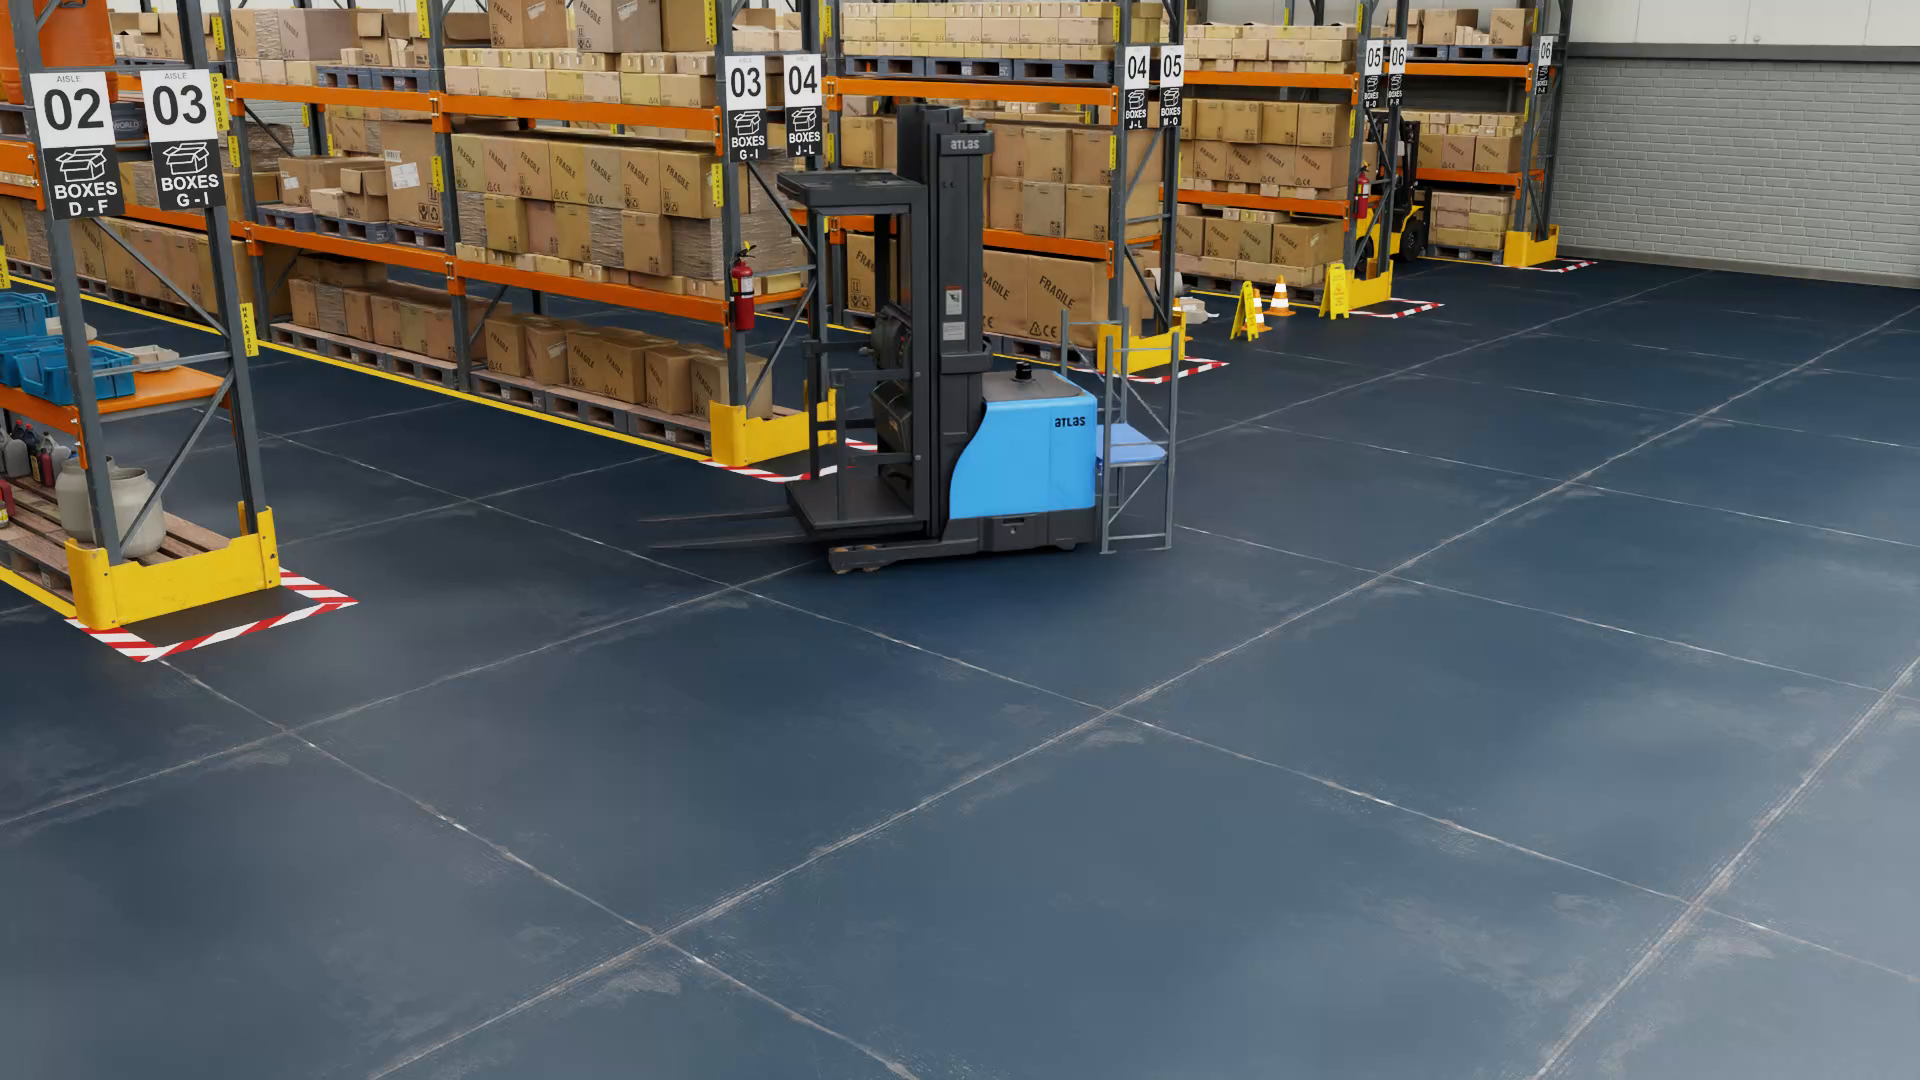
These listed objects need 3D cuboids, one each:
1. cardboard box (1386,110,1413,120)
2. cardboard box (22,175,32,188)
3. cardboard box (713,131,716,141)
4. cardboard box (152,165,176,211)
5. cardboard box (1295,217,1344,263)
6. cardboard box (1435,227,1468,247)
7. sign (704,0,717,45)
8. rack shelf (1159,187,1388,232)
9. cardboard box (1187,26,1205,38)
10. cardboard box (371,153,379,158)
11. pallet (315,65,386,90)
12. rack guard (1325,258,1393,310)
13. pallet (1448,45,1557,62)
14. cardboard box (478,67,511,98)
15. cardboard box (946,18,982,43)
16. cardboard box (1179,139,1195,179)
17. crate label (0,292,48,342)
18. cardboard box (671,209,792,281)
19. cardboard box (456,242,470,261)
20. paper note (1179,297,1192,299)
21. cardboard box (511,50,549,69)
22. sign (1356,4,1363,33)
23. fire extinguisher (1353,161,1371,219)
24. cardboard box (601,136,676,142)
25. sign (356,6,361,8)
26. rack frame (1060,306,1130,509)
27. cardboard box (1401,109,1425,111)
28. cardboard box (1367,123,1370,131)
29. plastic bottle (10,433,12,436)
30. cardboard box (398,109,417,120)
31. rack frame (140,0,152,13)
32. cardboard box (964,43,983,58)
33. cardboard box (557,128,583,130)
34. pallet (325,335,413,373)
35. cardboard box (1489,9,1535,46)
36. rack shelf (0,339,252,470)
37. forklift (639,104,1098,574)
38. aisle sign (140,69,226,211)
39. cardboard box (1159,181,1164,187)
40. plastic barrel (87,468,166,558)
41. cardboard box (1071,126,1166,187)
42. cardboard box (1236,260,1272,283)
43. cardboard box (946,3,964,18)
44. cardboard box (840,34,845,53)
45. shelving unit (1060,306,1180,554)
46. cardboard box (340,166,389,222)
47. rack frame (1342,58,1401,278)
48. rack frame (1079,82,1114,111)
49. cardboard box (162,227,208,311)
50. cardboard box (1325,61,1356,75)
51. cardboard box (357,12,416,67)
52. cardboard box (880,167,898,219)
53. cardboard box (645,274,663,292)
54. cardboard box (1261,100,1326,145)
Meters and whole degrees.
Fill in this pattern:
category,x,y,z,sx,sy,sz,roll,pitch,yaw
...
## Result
category,x,y,z,sx,sy,sz,roll,pitch,yaw
cardboard box,6.643,-6.414,25.135,0.250,0.149,0.380,15,23,39
cardboard box,-12.261,-4.803,22.202,0.250,0.149,0.380,14,23,38
cardboard box,-2.631,-4.998,20.584,0.500,0.500,0.700,15,23,39
cardboard box,-9.148,-4.169,19.623,0.500,0.500,0.500,16,23,40
cardboard box,4.649,-3.883,21.499,0.500,0.500,0.500,14,22,37
cardboard box,7.452,-4.545,24.825,0.500,0.250,0.500,15,23,39
sign,-1.875,-3.895,12.503,0.005,0.325,0.100,15,23,39
rack shelf,3.591,-4.465,21.912,4.000,0.370,1.077,15,23,39
cardboard box,3.124,-6.514,21.316,0.250,0.149,0.380,15,23,38
cardboard box,-8.865,-5.918,25.717,0.250,0.149,0.380,16,24,41
pallet,-5.652,-4.663,16.699,1.003,0.211,1.213,15,23,39
rack guard,5.030,-3.230,20.964,0.348,0.500,1.175,15,23,39
pallet,7.867,-7.066,24.105,1.213,0.211,1.003,15,23,39
cardboard box,-3.917,-4.073,14.774,0.500,0.250,0.500,15,23,39
cardboard box,0.200,-5.352,17.456,0.500,0.250,0.500,15,23,40
cardboard box,2.997,-5.049,21.904,0.500,0.500,0.500,15,23,39
crate label,-6.335,-1.369,10.909,0.616,0.435,0.502,15,23,39
cardboard box,-1.884,-2.471,13.781,0.500,0.500,0.875,15,23,39
cardboard box,-4.522,-2.737,15.692,0.250,0.149,0.380,15,23,39
paper note,2.904,-3.118,21.387,0.148,0.019,0.142,7,19,21
cardboard box,-3.658,-4.171,14.425,0.250,0.149,0.380,14,23,38
sign,4.703,-6.137,19.567,0.005,0.325,0.100,15,23,39
fire extinguisher,4.866,-4.243,20.149,0.183,0.674,0.296,15,23,39
cardboard box,-2.844,-3.304,14.753,0.500,0.500,0.500,15,23,39
sign,-9.707,-8.452,26.863,0.005,0.325,0.100,15,23,39
rack frame,0.968,-0.940,12.094,0.500,1.500,0.032,-4,18,-13
cardboard box,6.931,-6.514,25.449,0.250,0.149,0.380,16,24,41
cardboard box,6.389,-6.303,25.277,0.250,0.149,0.380,14,22,38
plastic bottle,-7.293,-0.721,12.822,0.097,0.201,0.097,0,18,0
cardboard box,-8.020,-6.478,24.754,0.500,0.500,0.500,14,22,38
rack frame,-10.467,-7.433,20.158,0.127,3.000,1.000,15,23,39
cardboard box,0.262,-5.121,17.385,0.250,0.149,0.380,15,23,40
cardboard box,-5.492,-5.688,23.313,0.250,0.149,0.380,15,23,39
pallet,-5.983,-2.039,17.689,1.213,0.211,1.003,15,23,39
cardboard box,7.886,-7.289,23.638,0.500,0.500,0.500,16,24,41
rack shelf,-6.275,-1.103,11.316,4.000,0.370,1.077,15,23,39
forklift,-0.640,-1.353,11.029,3.031,2.935,1.130,-5,18,-15
aisle sign,-4.531,-2.335,9.712,0.004,0.787,0.394,15,23,39
cardboard box,2.722,-4.811,22.228,0.250,0.149,0.380,16,24,41
plastic barrel,-5.322,-0.173,10.617,0.421,0.512,0.421,0,18,0
cardboard box,1.625,-3.936,17.022,0.550,0.550,0.875,15,23,39
cardboard box,3.921,-3.503,21.544,0.500,0.250,0.500,15,23,39
cardboard box,0.069,-5.552,17.426,0.250,0.149,0.380,15,23,39
cardboard box,-1.401,-5.861,19.524,0.396,0.266,0.258,15,23,38
shelving unit,1.086,-0.790,11.623,0.538,1.500,1.048,-4,18,-13
cardboard box,-5.841,-3.544,16.956,0.797,0.503,0.637,-15,23,-40
rack frame,5.087,-4.407,20.538,0.127,3.000,1.000,15,23,39
rack frame,2.395,-7.137,29.140,0.127,3.000,1.000,15,23,39
cardboard box,-8.639,-3.282,19.813,0.875,0.875,1.225,15,23,39
cardboard box,4.634,-5.725,20.149,0.250,0.149,0.380,15,23,39
cardboard box,-5.474,-4.953,16.435,0.637,0.503,0.797,16,24,41
cardboard box,-0.405,-3.964,18.897,0.550,0.550,0.875,15,23,39
cardboard box,-2.426,-2.198,13.994,0.250,0.149,0.380,15,23,39
cardboard box,4.186,-5.229,20.820,0.500,0.500,0.700,15,23,40
